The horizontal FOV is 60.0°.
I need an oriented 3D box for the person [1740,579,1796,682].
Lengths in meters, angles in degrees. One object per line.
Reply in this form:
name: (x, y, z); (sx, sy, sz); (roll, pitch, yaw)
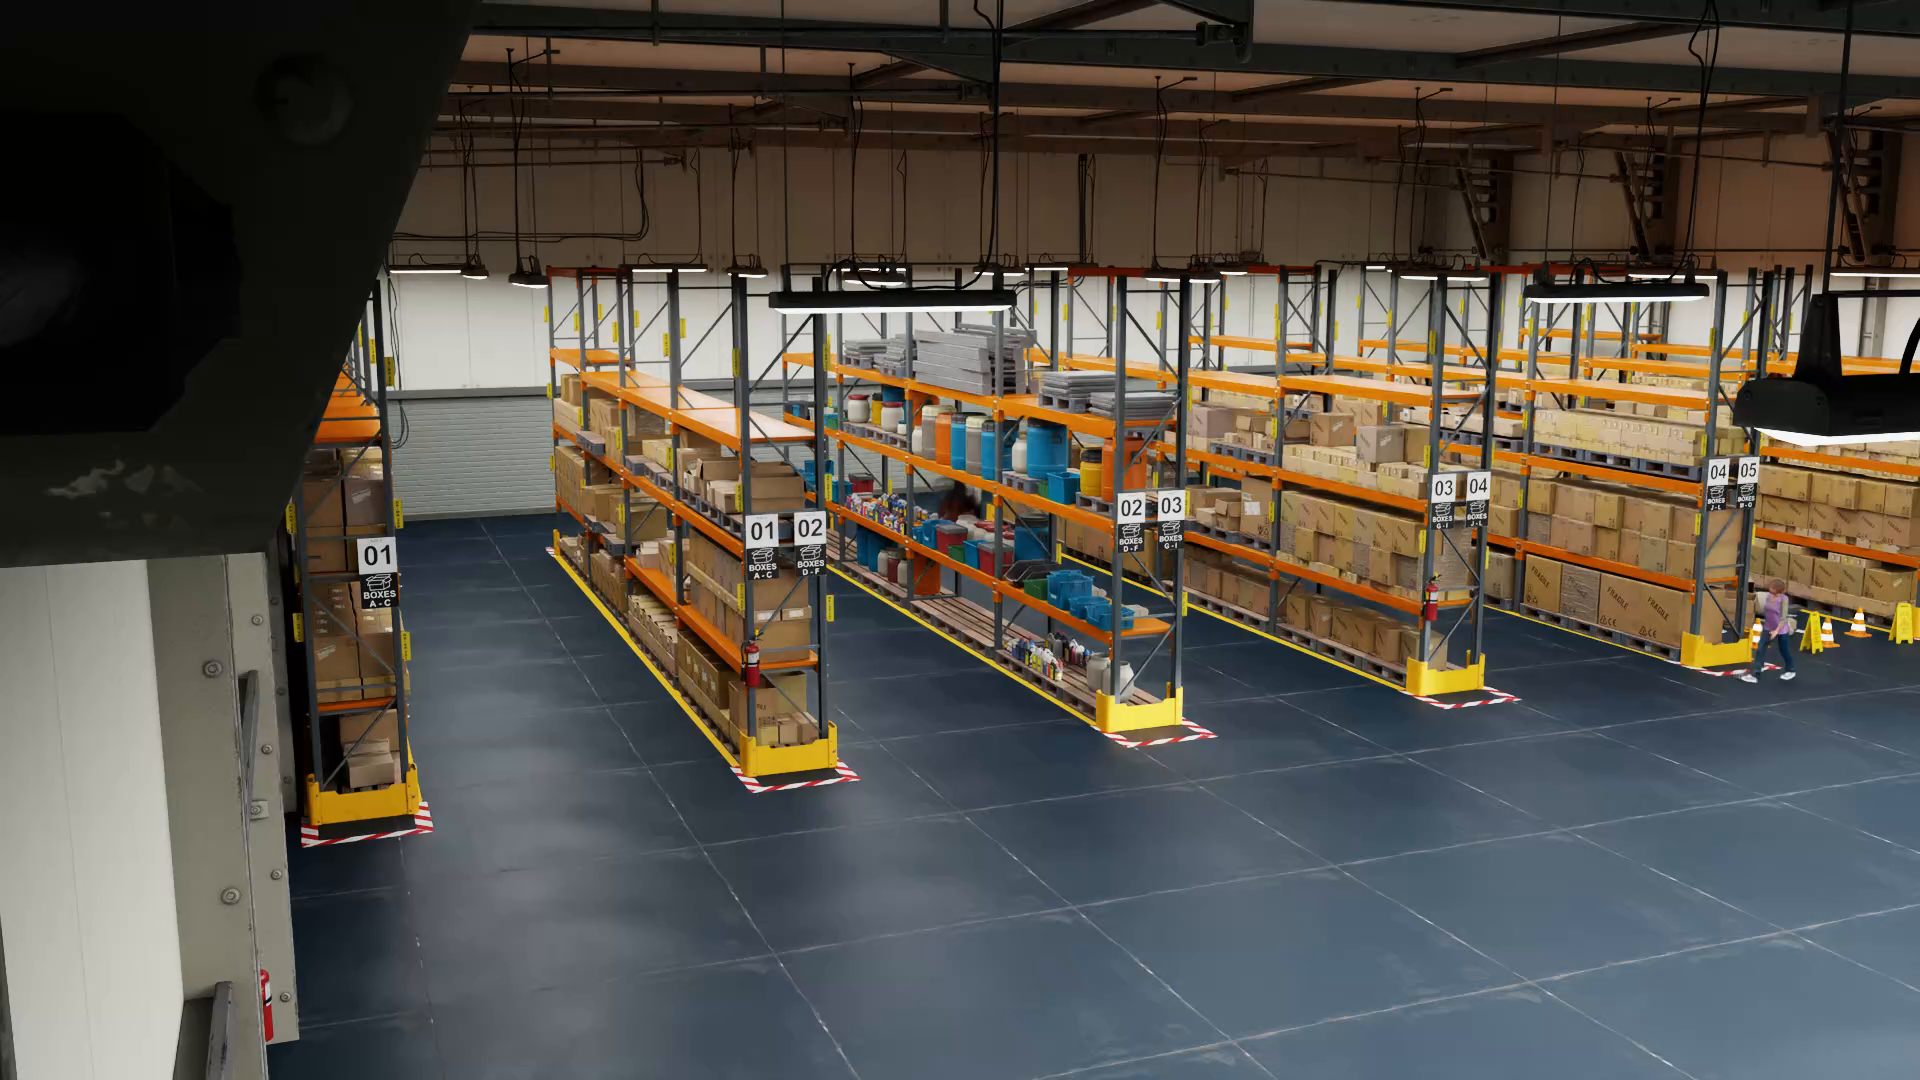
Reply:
person: (11.973, 1.329, 24.446); (0.949, 1.544, 0.407); (-6, 11, -29)

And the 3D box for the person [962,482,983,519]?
person: (0.267, -0.745, 35.914); (0.612, 1.730, 1.044); (-4, 11, -22)
